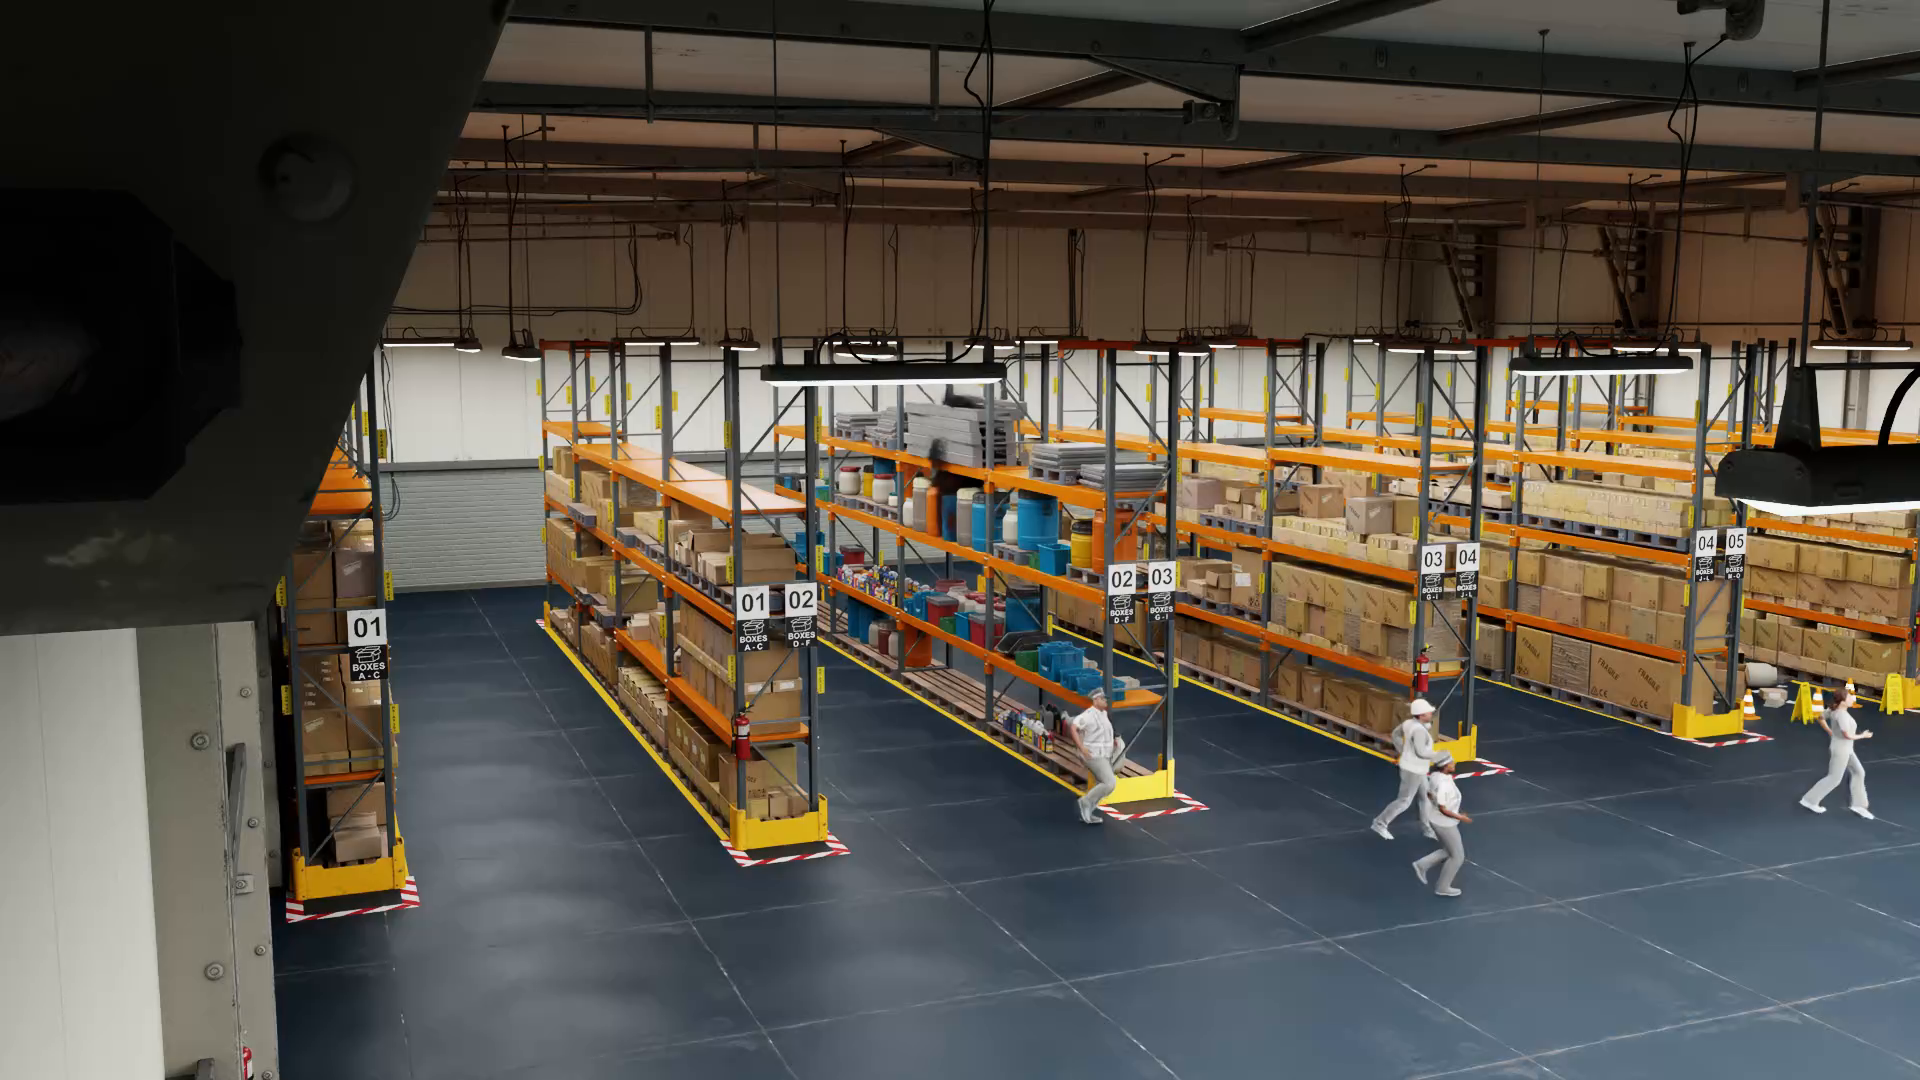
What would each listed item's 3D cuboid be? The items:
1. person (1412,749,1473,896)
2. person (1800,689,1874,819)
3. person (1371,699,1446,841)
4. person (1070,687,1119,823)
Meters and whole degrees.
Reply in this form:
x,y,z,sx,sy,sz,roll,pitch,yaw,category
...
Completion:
x,y,z,sx,sy,sz,roll,pitch,yaw,category
5.357,3.126,18.416,0.563,1.650,0.573,0,7,4,person
11.321,2.740,21.374,0.886,1.689,0.569,3,8,20,person
5.498,2.816,20.251,0.937,1.791,0.623,1,8,9,person
1.765,2.727,21.169,0.582,1.726,0.691,3,8,22,person
